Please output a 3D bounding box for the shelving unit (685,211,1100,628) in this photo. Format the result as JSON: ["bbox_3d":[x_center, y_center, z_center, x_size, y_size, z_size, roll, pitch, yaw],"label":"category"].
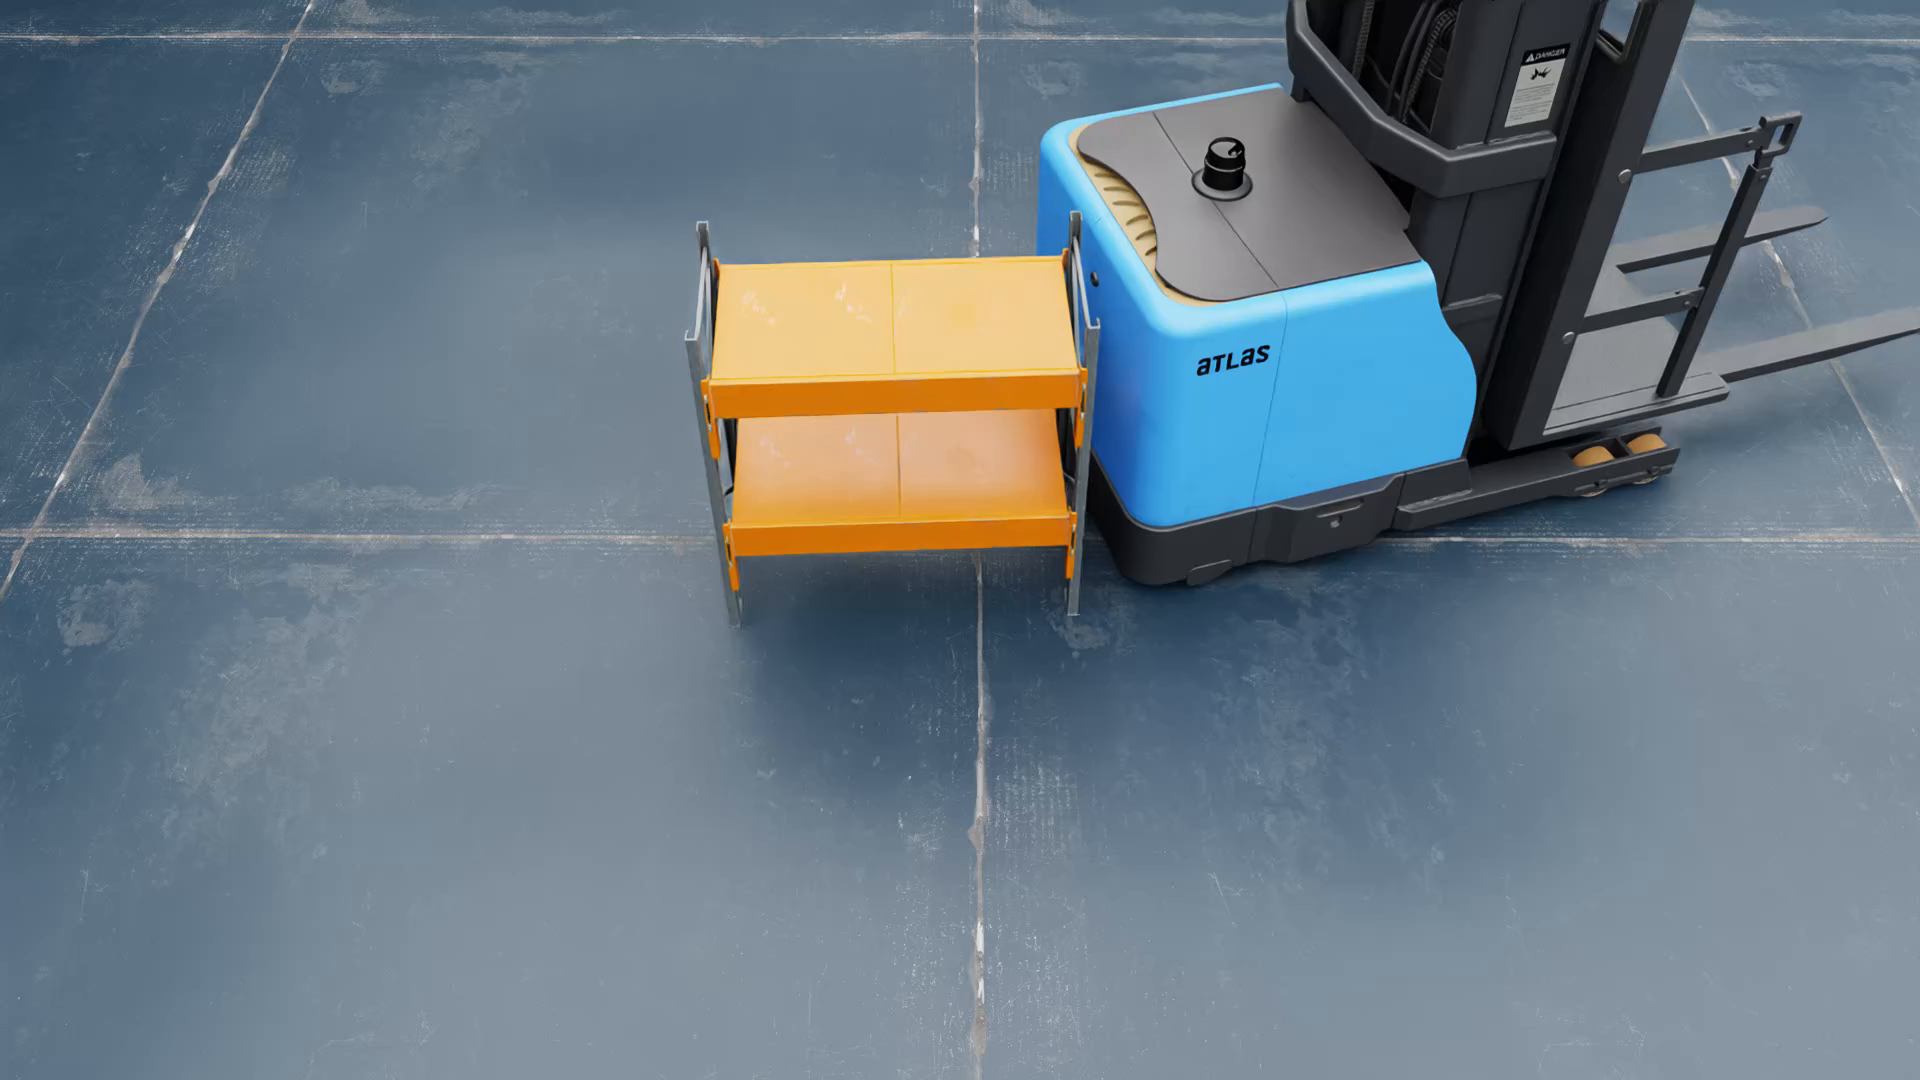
[{"bbox_3d":[-0.180,-0.318,4.778,1.048,1.125,0.538,-2,47,-2],"label":"shelving unit"}]

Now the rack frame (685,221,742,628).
[{"bbox_3d":[-0.688,-0.301,4.761,0.032,1.125,0.500,-2,47,-2],"label":"rack frame"}]

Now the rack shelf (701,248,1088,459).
[{"bbox_3d":[-0.180,-0.517,4.563,1.000,0.278,0.538,-2,47,-2],"label":"rack shelf"}]

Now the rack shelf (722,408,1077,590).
[{"bbox_3d":[-0.180,-0.151,4.957,1.000,0.278,0.538,-2,47,-2],"label":"rack shelf"}]

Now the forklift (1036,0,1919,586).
[{"bbox_3d":[1.800,-1.495,4.639,3.031,2.935,1.130,-13,48,-12],"label":"forklift"}]

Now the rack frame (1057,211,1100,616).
[{"bbox_3d":[0.328,-0.335,4.794,0.032,1.125,0.500,-2,47,-2],"label":"rack frame"}]
